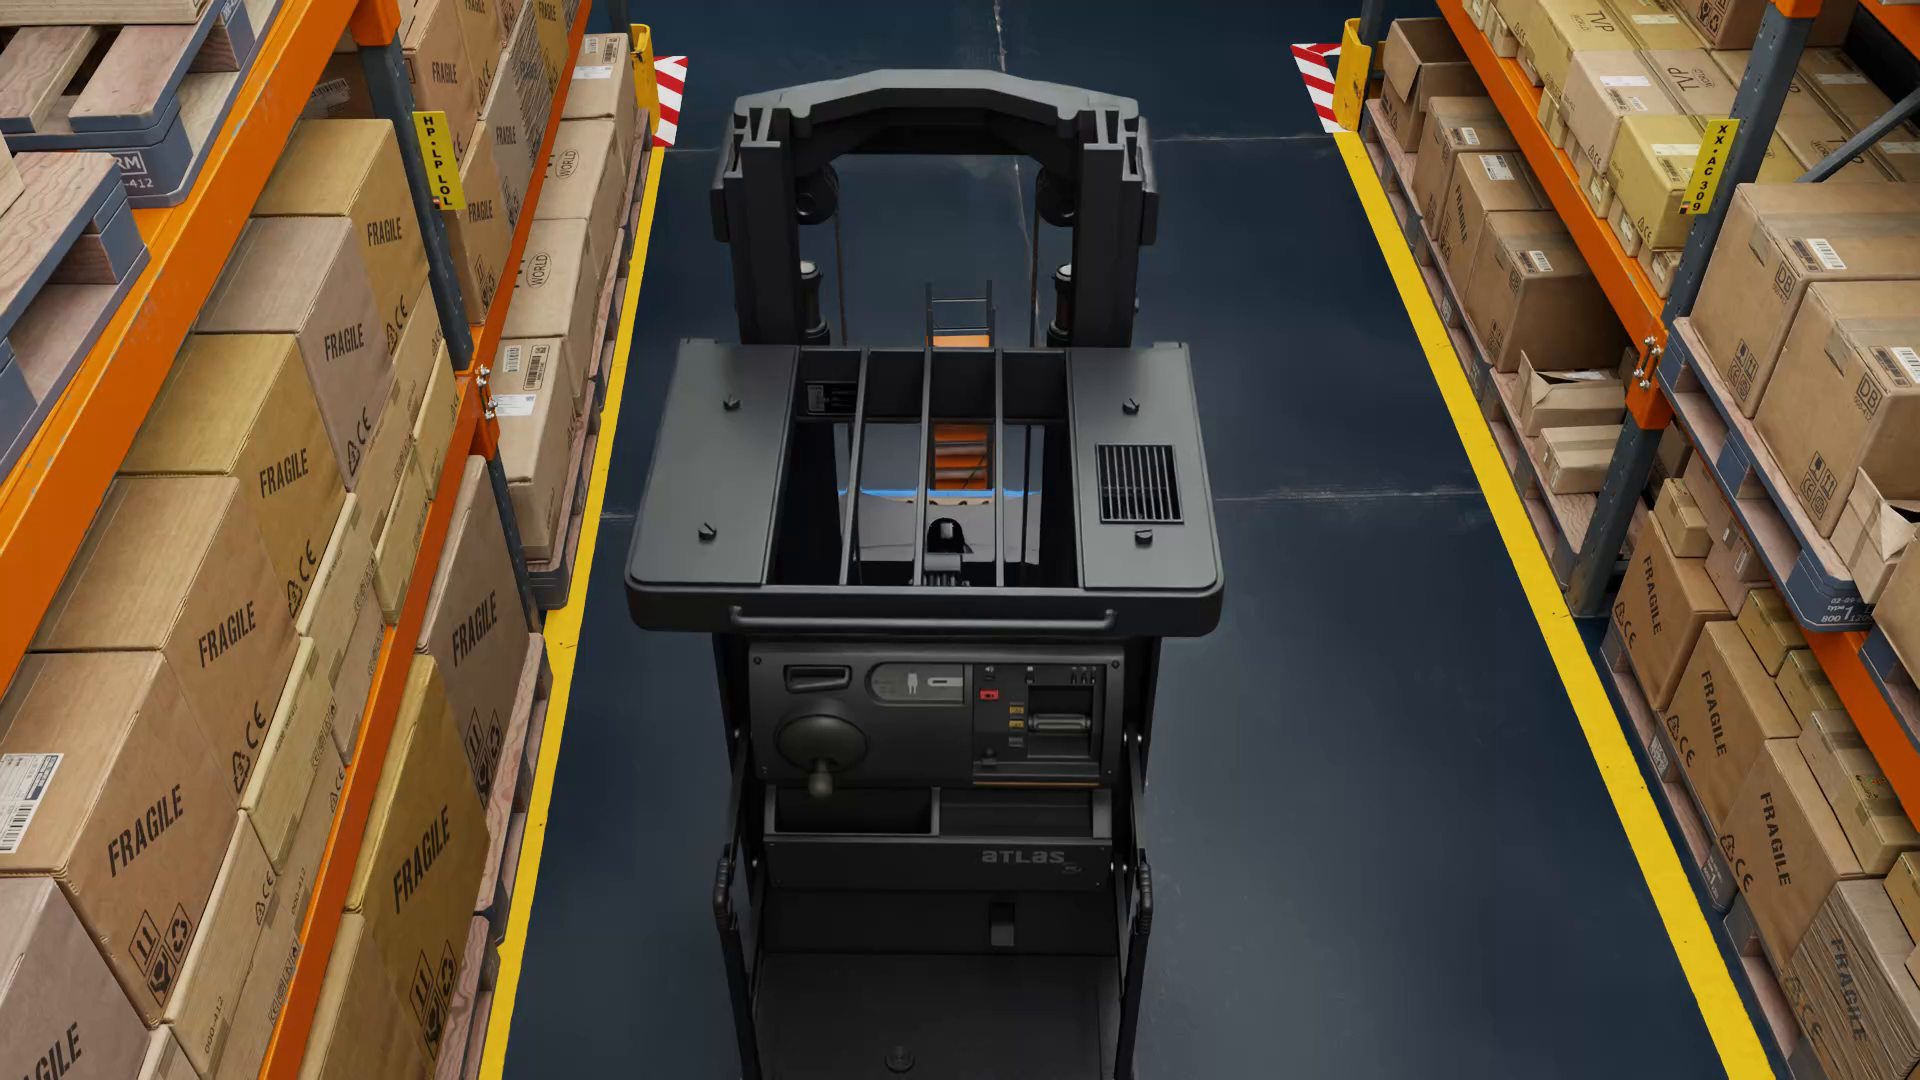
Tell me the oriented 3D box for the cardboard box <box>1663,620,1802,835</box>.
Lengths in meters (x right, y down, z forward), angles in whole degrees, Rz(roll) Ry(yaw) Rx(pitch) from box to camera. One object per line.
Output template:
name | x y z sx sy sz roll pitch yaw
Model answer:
cardboard box | 2.690 0.605 5.410 0.500 0.500 0.500 -2 43 -2

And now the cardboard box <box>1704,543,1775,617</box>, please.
cardboard box | 2.700 0.108 5.471 0.380 0.149 0.250 -3 43 -3

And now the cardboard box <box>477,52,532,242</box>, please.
cardboard box | -1.873 -1.410 5.995 0.500 0.500 0.500 -1 43 -2

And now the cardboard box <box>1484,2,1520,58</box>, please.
cardboard box | 2.469 -2.184 7.099 0.380 0.149 0.250 -1 43 -1

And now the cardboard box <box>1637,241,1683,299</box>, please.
cardboard box | 2.596 -0.970 5.774 0.380 0.149 0.250 -1 43 -1

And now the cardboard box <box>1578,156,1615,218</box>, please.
cardboard box | 2.528 -1.320 6.156 0.380 0.149 0.250 -1 43 -1

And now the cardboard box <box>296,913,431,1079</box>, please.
cardboard box | -1.907 1.549 4.102 0.875 0.875 0.875 -1 43 -1

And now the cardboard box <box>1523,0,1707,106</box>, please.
cardboard box | 2.553 -1.920 6.516 0.500 0.250 0.500 -2 43 -2

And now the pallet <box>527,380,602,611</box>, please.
pallet | -2.051 -0.197 6.809 1.003 0.211 1.213 -2 43 -2

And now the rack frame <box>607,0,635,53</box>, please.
rack frame | -2.267 -3.410 8.250 1.000 3.000 0.127 -2 43 -2

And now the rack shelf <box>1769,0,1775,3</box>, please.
rack shelf | 2.777 -3.045 6.165 1.077 0.370 4.000 -2 43 -2

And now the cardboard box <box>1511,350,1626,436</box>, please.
cardboard box | 2.530 -0.610 6.908 0.396 0.266 0.258 0 43 0

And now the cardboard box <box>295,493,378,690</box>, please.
cardboard box | -1.779 0.139 4.119 0.500 0.250 0.500 -1 43 -1

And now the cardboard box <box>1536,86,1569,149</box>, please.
cardboard box | 2.505 -1.669 6.537 0.380 0.149 0.250 -2 43 -2

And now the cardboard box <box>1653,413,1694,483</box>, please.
cardboard box | 3.070 -0.471 6.723 0.500 0.311 0.500 0 43 0

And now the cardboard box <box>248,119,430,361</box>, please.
cardboard box | -1.827 -0.820 4.611 0.500 0.500 0.500 0 43 0

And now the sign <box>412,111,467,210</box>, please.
sign | -1.555 -1.129 4.964 0.100 0.325 0.005 -2 43 -2

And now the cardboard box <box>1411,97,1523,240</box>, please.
cardboard box | 2.621 -1.794 8.027 0.700 0.500 0.500 0 43 0

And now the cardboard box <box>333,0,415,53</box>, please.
cardboard box | -1.851 -1.574 4.954 0.380 0.149 0.250 -2 43 -2

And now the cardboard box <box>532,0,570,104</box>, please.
cardboard box | -1.909 -2.094 6.741 0.500 0.500 0.500 0 43 -1

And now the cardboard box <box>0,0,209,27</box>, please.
cardboard box | -1.850 -1.348 3.536 0.500 0.311 0.500 -2 43 -2

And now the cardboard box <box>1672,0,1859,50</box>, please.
cardboard box | 3.065 -2.198 6.264 0.500 0.500 0.500 -3 43 -3

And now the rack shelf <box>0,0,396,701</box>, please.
rack shelf | -2.012 -0.200 3.060 1.077 0.370 4.000 -2 43 -2

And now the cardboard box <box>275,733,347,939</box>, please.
cardboard box | -1.777 0.675 3.904 0.500 0.250 0.500 -2 43 -2

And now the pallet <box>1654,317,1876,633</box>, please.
pallet | 2.787 -0.241 4.935 1.003 0.211 1.213 -2 43 -2

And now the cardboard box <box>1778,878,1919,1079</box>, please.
cardboard box | 2.723 1.292 4.660 0.500 0.500 0.500 -3 43 -3

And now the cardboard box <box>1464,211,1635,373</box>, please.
cardboard box | 2.665 -1.093 7.262 0.700 0.500 0.500 -3 43 -3

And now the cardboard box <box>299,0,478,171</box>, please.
cardboard box | -1.875 -1.443 5.290 0.500 0.500 0.500 -1 43 -2

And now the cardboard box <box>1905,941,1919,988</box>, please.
cardboard box | 2.730 1.152 4.333 0.380 0.149 0.250 -4 43 -4

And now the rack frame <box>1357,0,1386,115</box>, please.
rack frame | 2.692 -3.555 8.408 1.000 3.000 0.127 -2 43 -2

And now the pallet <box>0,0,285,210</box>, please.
pallet | -2.009 -1.127 3.681 0.805 0.209 1.217 -3 43 -4

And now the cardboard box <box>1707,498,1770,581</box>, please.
cardboard box | 2.670 -0.012 5.383 0.380 0.149 0.250 -4 43 -4

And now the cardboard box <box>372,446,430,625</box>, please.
cardboard box | -1.806 -0.014 4.657 0.500 0.250 0.500 -2 43 -2

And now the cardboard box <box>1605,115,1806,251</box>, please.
cardboard box | 2.597 -1.245 5.780 0.500 0.250 0.500 -1 43 -1

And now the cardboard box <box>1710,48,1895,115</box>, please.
cardboard box | 3.082 -1.589 6.155 0.500 0.250 0.500 -2 43 -2

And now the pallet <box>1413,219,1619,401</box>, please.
pallet | 2.779 -1.115 7.811 1.003 0.211 1.213 -2 43 -2

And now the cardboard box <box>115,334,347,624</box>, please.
cardboard box | -1.796 -0.128 3.856 0.500 0.500 0.500 0 43 0

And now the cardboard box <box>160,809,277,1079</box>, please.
cardboard box | -1.732 0.827 3.369 0.500 0.250 0.500 -2 43 -2

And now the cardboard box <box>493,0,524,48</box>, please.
cardboard box | -1.901 -2.130 6.040 0.500 0.500 0.500 -1 43 -1

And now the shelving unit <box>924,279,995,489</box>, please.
shelving unit | 0.001 -0.433 6.334 0.258 1.200 0.189 -2 43 -2

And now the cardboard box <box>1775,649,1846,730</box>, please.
cardboard box | 2.748 0.465 5.081 0.380 0.149 0.250 -2 43 -3

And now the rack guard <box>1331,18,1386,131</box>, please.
rack guard | 2.695 -2.582 9.197 1.175 0.500 0.348 -2 43 -2

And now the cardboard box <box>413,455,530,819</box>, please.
cardboard box | -1.991 0.335 5.426 0.875 0.875 0.875 0 43 0

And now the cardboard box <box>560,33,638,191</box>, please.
cardboard box | -2.139 -2.177 8.491 0.875 0.438 0.875 -3 43 -3

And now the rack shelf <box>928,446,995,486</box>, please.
rack shelf | 0.001 -0.311 6.445 0.258 0.103 0.180 -2 43 -2

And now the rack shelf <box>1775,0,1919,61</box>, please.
rack shelf | 2.947 -0.345 3.218 1.077 0.370 4.000 -2 43 -2

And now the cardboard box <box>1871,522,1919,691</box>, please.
cardboard box | 2.714 0.167 3.964 0.700 0.500 0.500 -2 43 -2

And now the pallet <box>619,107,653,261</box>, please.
pallet | -2.155 -1.844 8.606 1.003 0.211 1.213 -2 43 -2

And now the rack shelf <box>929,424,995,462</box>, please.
rack shelf | 0.001 -0.400 6.364 0.258 0.103 0.180 -2 43 -2

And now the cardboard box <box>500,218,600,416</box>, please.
cardboard box | -2.055 -0.951 7.153 0.875 0.438 0.875 -3 43 -3

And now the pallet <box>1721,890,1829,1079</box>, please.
pallet | 2.989 1.547 4.906 1.003 0.211 1.213 -2 43 -2

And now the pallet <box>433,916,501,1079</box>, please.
pallet | -1.934 1.663 4.779 1.003 0.211 1.213 -2 43 -2

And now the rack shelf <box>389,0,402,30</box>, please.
rack shelf | -2.182 -2.900 6.006 1.077 0.370 4.000 -2 43 -2

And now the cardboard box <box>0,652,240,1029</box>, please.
cardboard box | -1.741 0.561 3.104 0.500 0.500 0.500 -1 43 -1

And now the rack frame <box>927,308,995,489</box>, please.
rack frame | 0.005 -0.371 6.267 0.240 1.200 0.006 -2 43 -2

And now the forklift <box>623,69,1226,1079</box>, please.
forklift | -0.060 0.539 3.993 1.130 2.935 3.031 1 43 1

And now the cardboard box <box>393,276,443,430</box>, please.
cardboard box | -1.835 -0.548 4.868 0.500 0.250 0.500 -2 43 -2

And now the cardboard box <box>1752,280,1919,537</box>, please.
cardboard box | 2.681 -0.363 4.542 0.700 0.500 0.500 -1 43 -1

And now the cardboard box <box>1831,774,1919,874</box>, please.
cardboard box | 2.729 0.803 4.713 0.380 0.149 0.250 0 43 0
